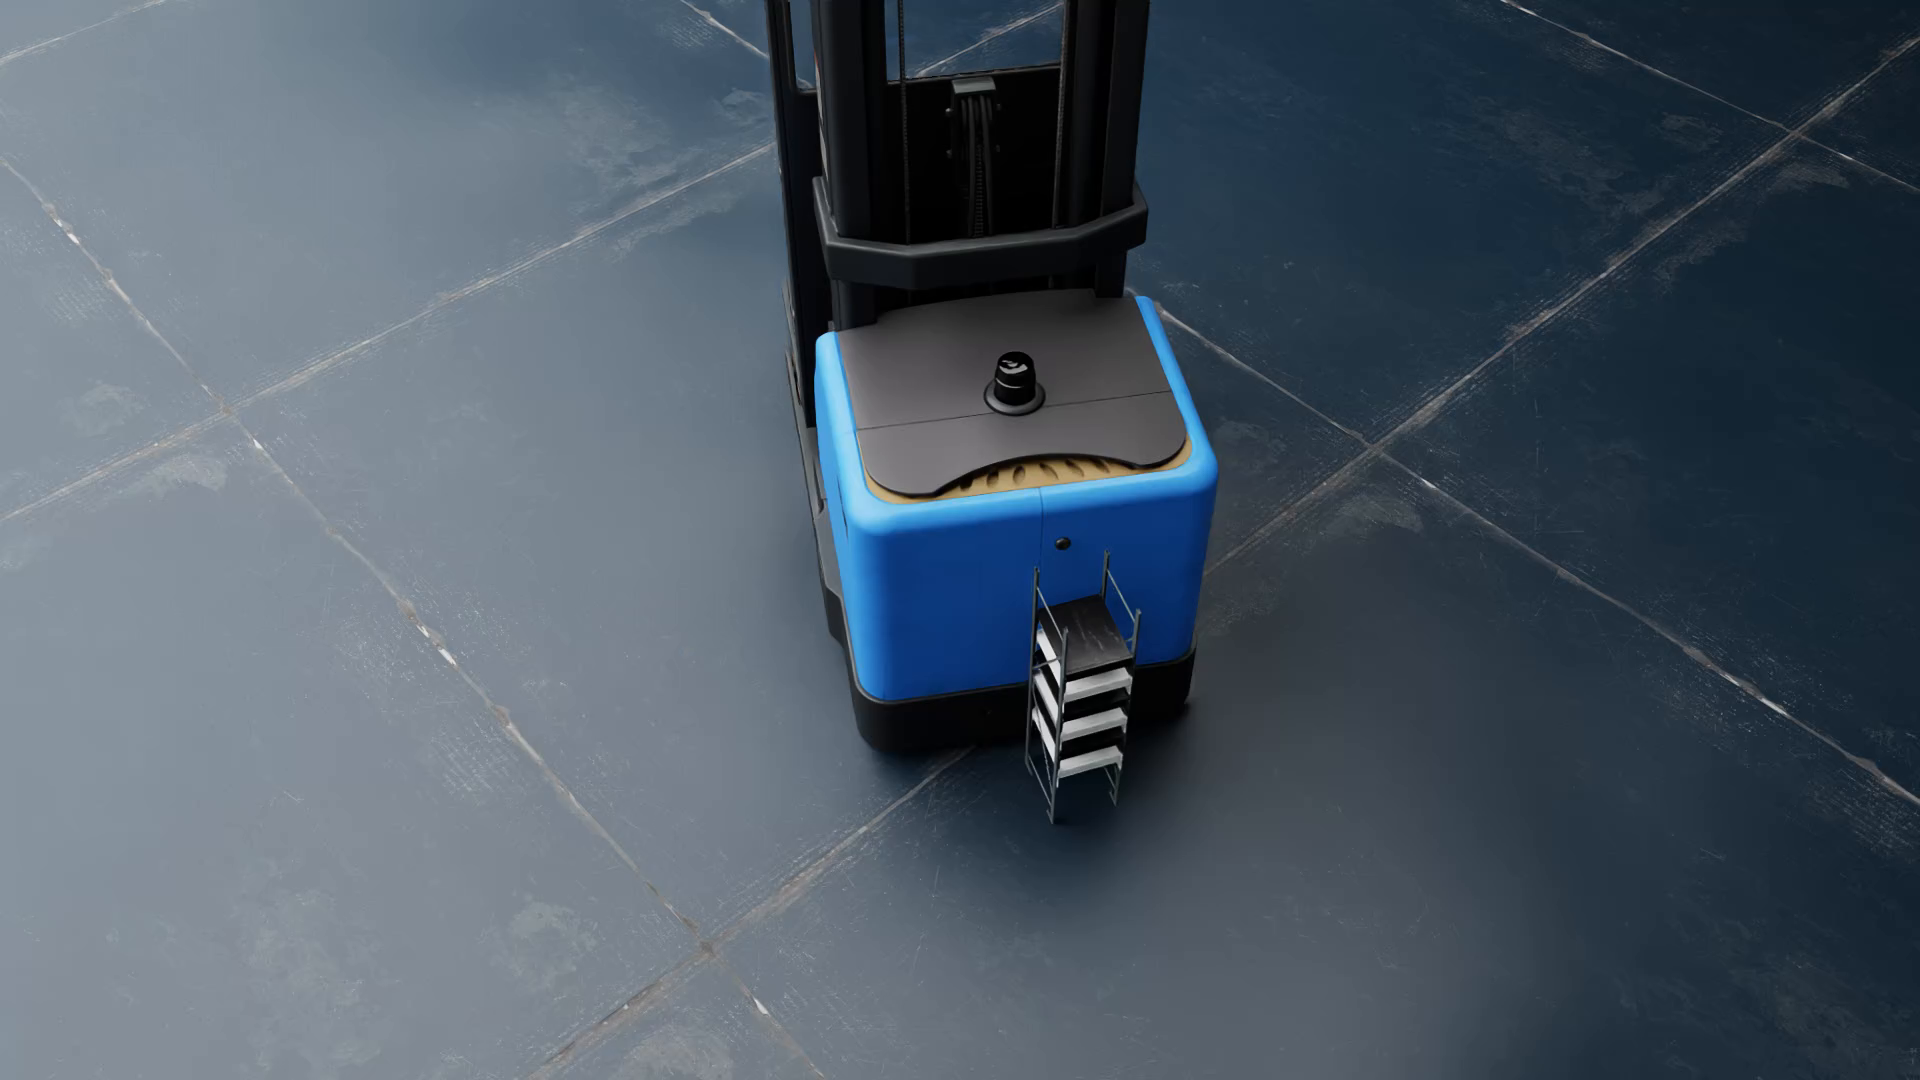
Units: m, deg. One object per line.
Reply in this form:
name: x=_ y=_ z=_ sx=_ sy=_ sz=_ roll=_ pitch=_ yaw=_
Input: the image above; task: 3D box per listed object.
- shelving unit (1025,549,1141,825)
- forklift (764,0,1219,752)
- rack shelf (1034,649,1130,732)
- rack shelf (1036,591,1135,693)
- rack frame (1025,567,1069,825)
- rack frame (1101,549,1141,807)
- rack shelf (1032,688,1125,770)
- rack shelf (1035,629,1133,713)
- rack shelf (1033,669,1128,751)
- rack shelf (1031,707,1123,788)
shelving unit: x=0.337 y=0.438 z=4.734 sx=0.210 sy=0.900 sz=0.258 roll=-14 pitch=49 yaw=-12
forklift: x=-0.047 y=-1.452 z=5.095 sx=1.130 sy=2.935 sz=3.031 roll=-8 pitch=48 yaw=-7
rack shelf: x=0.337 y=0.399 z=4.692 sx=0.200 sy=0.077 sz=0.258 roll=-14 pitch=49 yaw=-12
rack shelf: x=0.337 y=0.277 z=4.560 sx=0.200 sy=0.077 sz=0.258 roll=-14 pitch=49 yaw=-12
rack frame: x=0.241 y=0.462 z=4.712 sx=0.006 sy=0.900 sz=0.240 roll=-14 pitch=49 yaw=-12
rack frame: x=0.434 y=0.414 z=4.756 sx=0.006 sy=0.900 sz=0.240 roll=-14 pitch=49 yaw=-12
rack shelf: x=0.337 y=0.522 z=4.824 sx=0.200 sy=0.077 sz=0.258 roll=-14 pitch=49 yaw=-12
rack shelf: x=0.337 y=0.338 z=4.626 sx=0.200 sy=0.077 sz=0.258 roll=-14 pitch=49 yaw=-12
rack shelf: x=0.337 y=0.460 z=4.758 sx=0.200 sy=0.077 sz=0.258 roll=-14 pitch=49 yaw=-12
rack shelf: x=0.337 y=0.583 z=4.890 sx=0.200 sy=0.077 sz=0.258 roll=-14 pitch=49 yaw=-12
